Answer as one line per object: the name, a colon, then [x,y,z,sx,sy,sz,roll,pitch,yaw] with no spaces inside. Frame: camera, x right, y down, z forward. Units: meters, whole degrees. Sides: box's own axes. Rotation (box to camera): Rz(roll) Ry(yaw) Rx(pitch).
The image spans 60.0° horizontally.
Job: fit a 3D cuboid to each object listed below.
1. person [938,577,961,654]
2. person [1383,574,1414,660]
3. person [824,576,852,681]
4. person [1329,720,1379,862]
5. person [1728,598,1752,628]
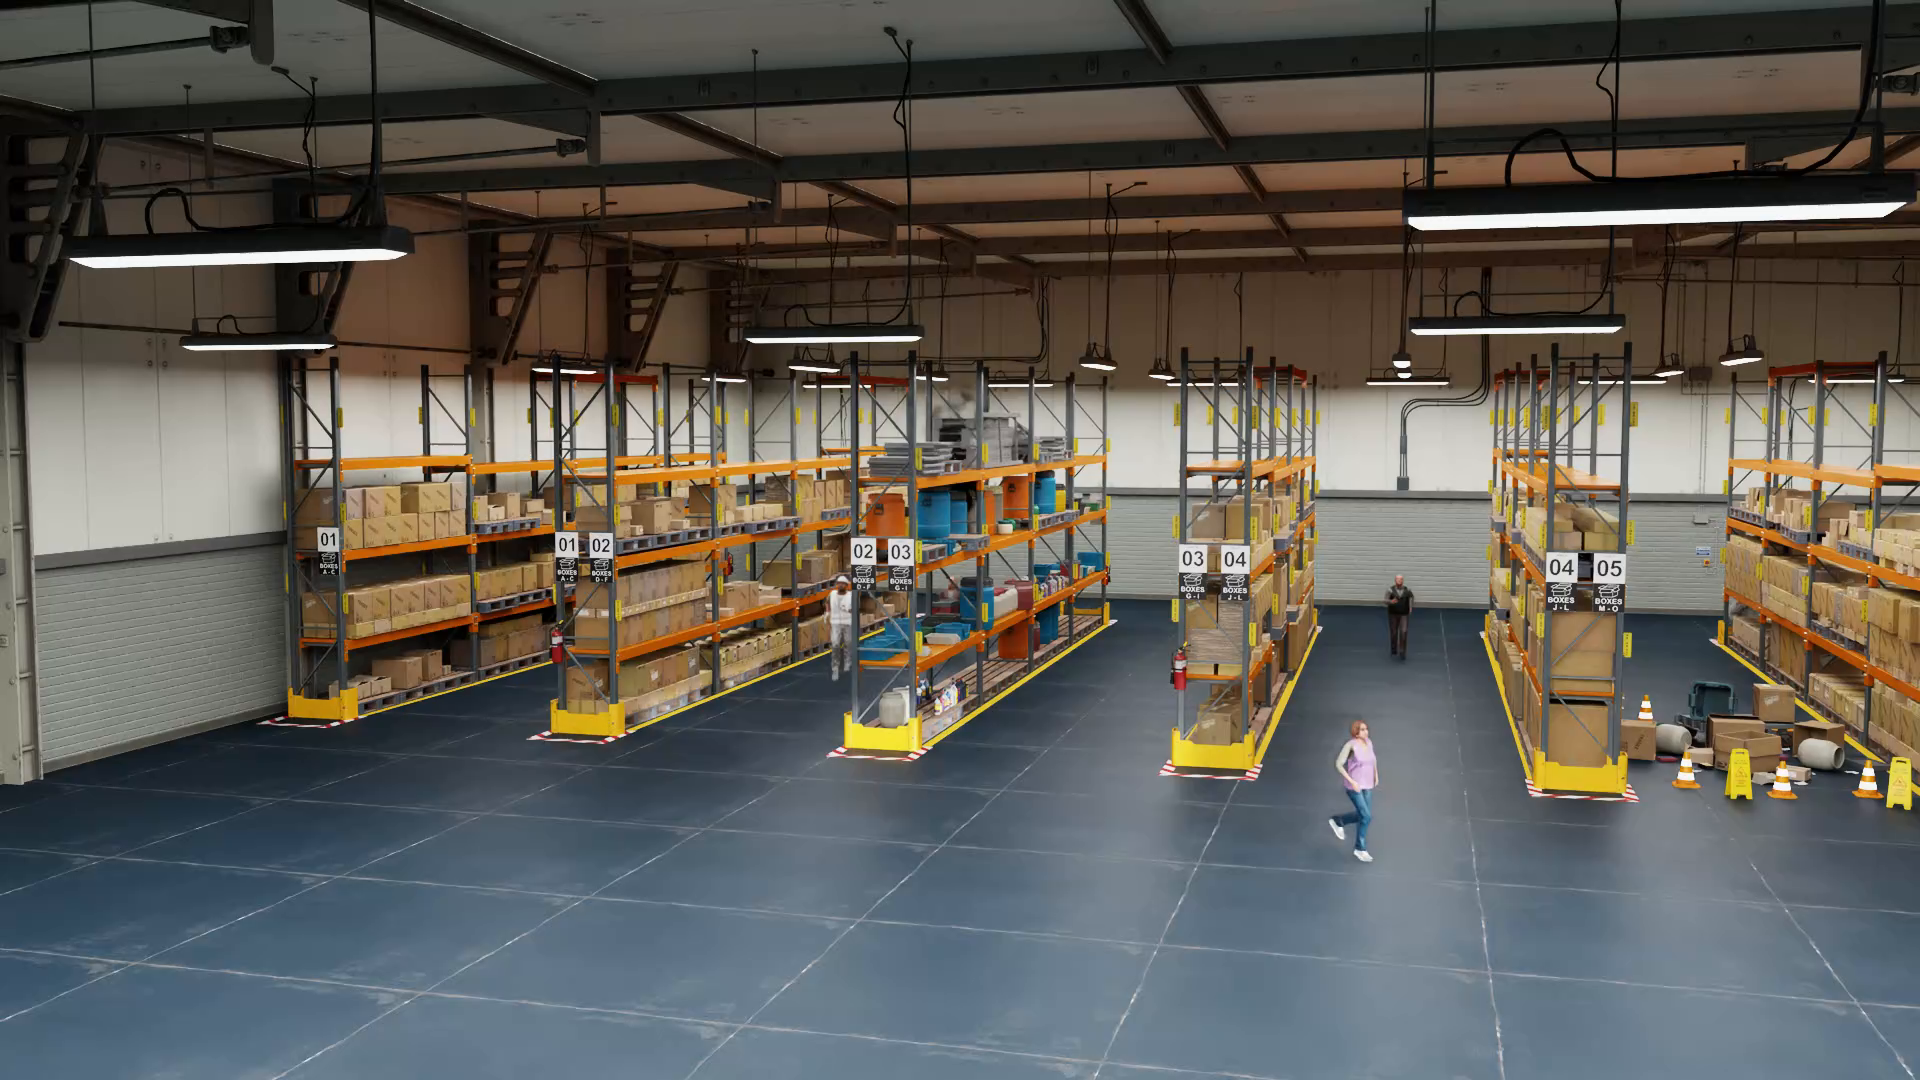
person: [-0.169,1.568,34.309,0.712,1.623,0.716,1,4,15]
person: [9.098,1.572,34.484,0.656,1.714,0.939,1,4,10]
person: [-2.171,1.603,30.447,0.662,1.899,0.753,0,4,3]
person: [4.497,2.830,19.017,0.555,1.602,0.659,-3,5,-31]
person: [17.816,1.423,37.933,0.648,1.682,0.676,-3,5,-33]
